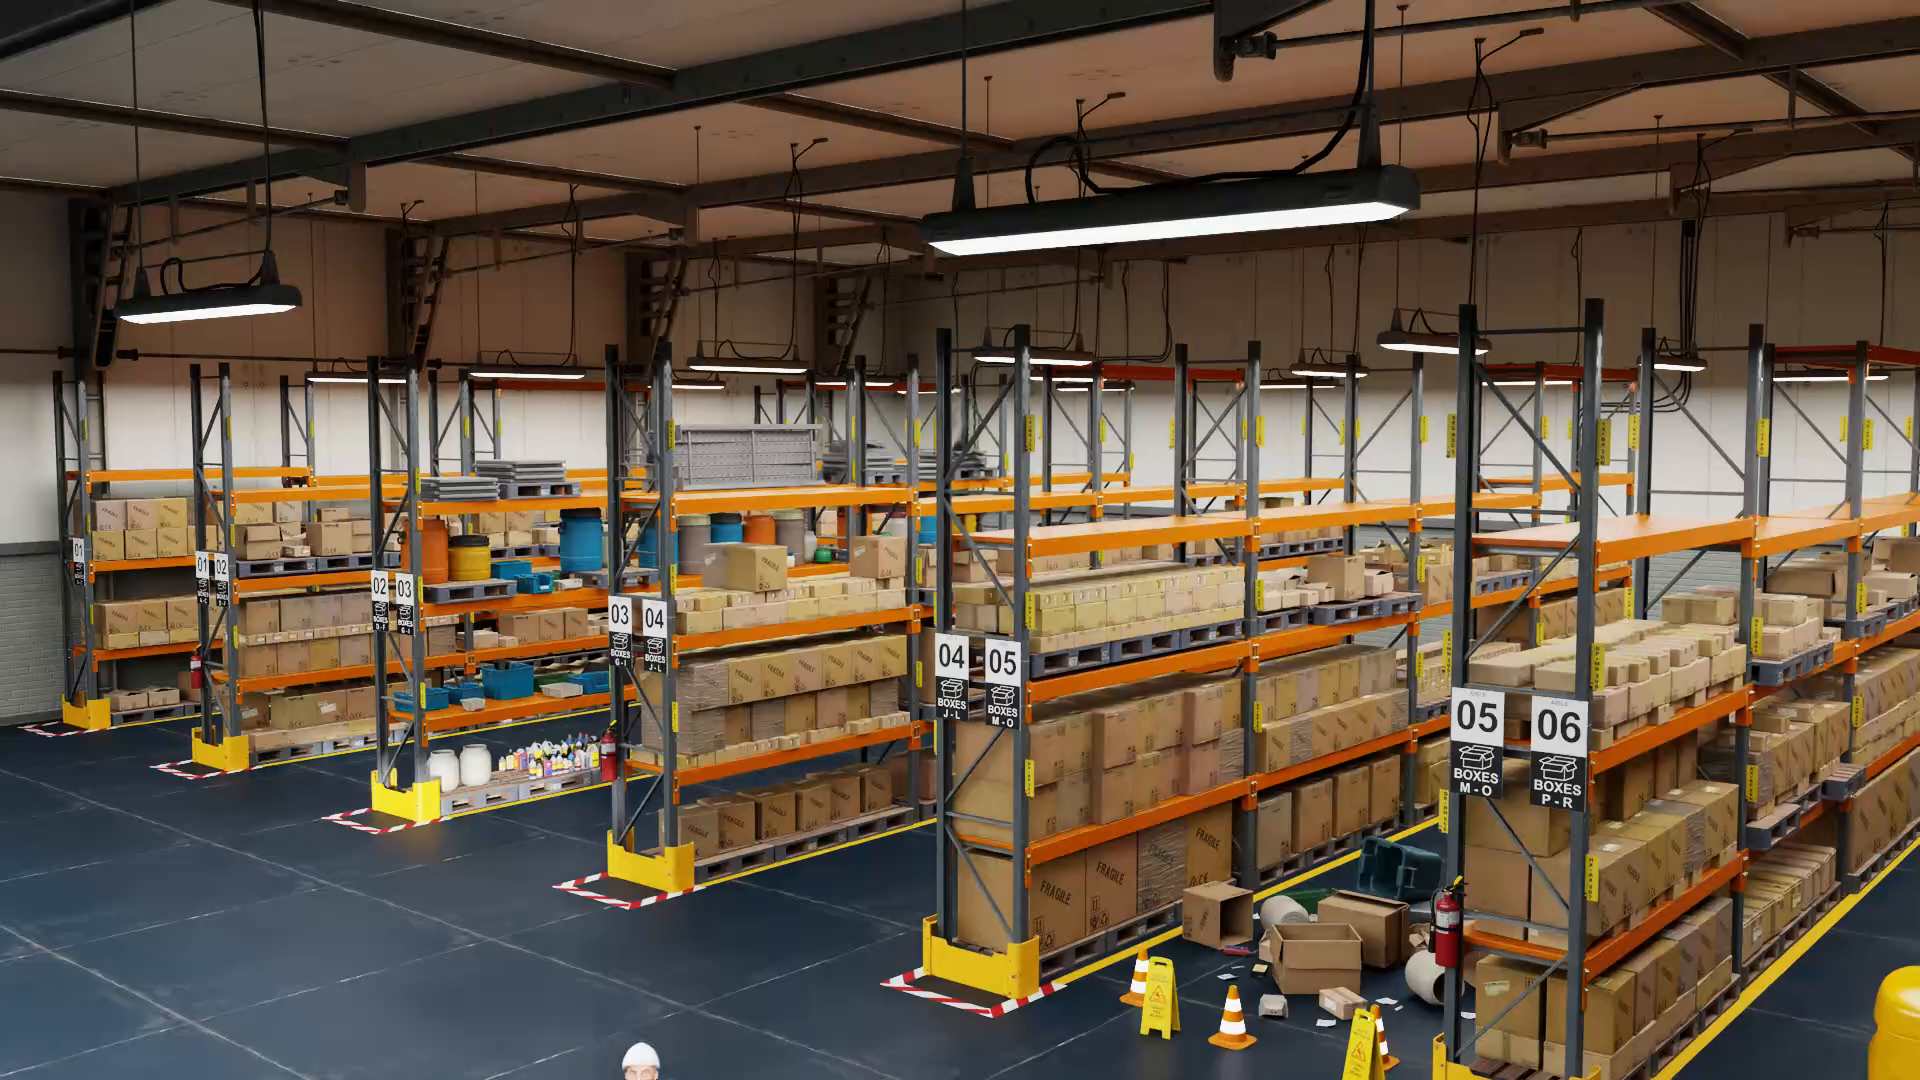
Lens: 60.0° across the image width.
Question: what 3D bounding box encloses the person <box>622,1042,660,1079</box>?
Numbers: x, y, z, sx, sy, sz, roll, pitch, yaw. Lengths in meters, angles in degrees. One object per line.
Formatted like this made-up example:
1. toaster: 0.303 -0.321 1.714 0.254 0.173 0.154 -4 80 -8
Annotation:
1. person: -1.743 3.628 9.220 0.678 1.756 0.593 -1 4 -9
